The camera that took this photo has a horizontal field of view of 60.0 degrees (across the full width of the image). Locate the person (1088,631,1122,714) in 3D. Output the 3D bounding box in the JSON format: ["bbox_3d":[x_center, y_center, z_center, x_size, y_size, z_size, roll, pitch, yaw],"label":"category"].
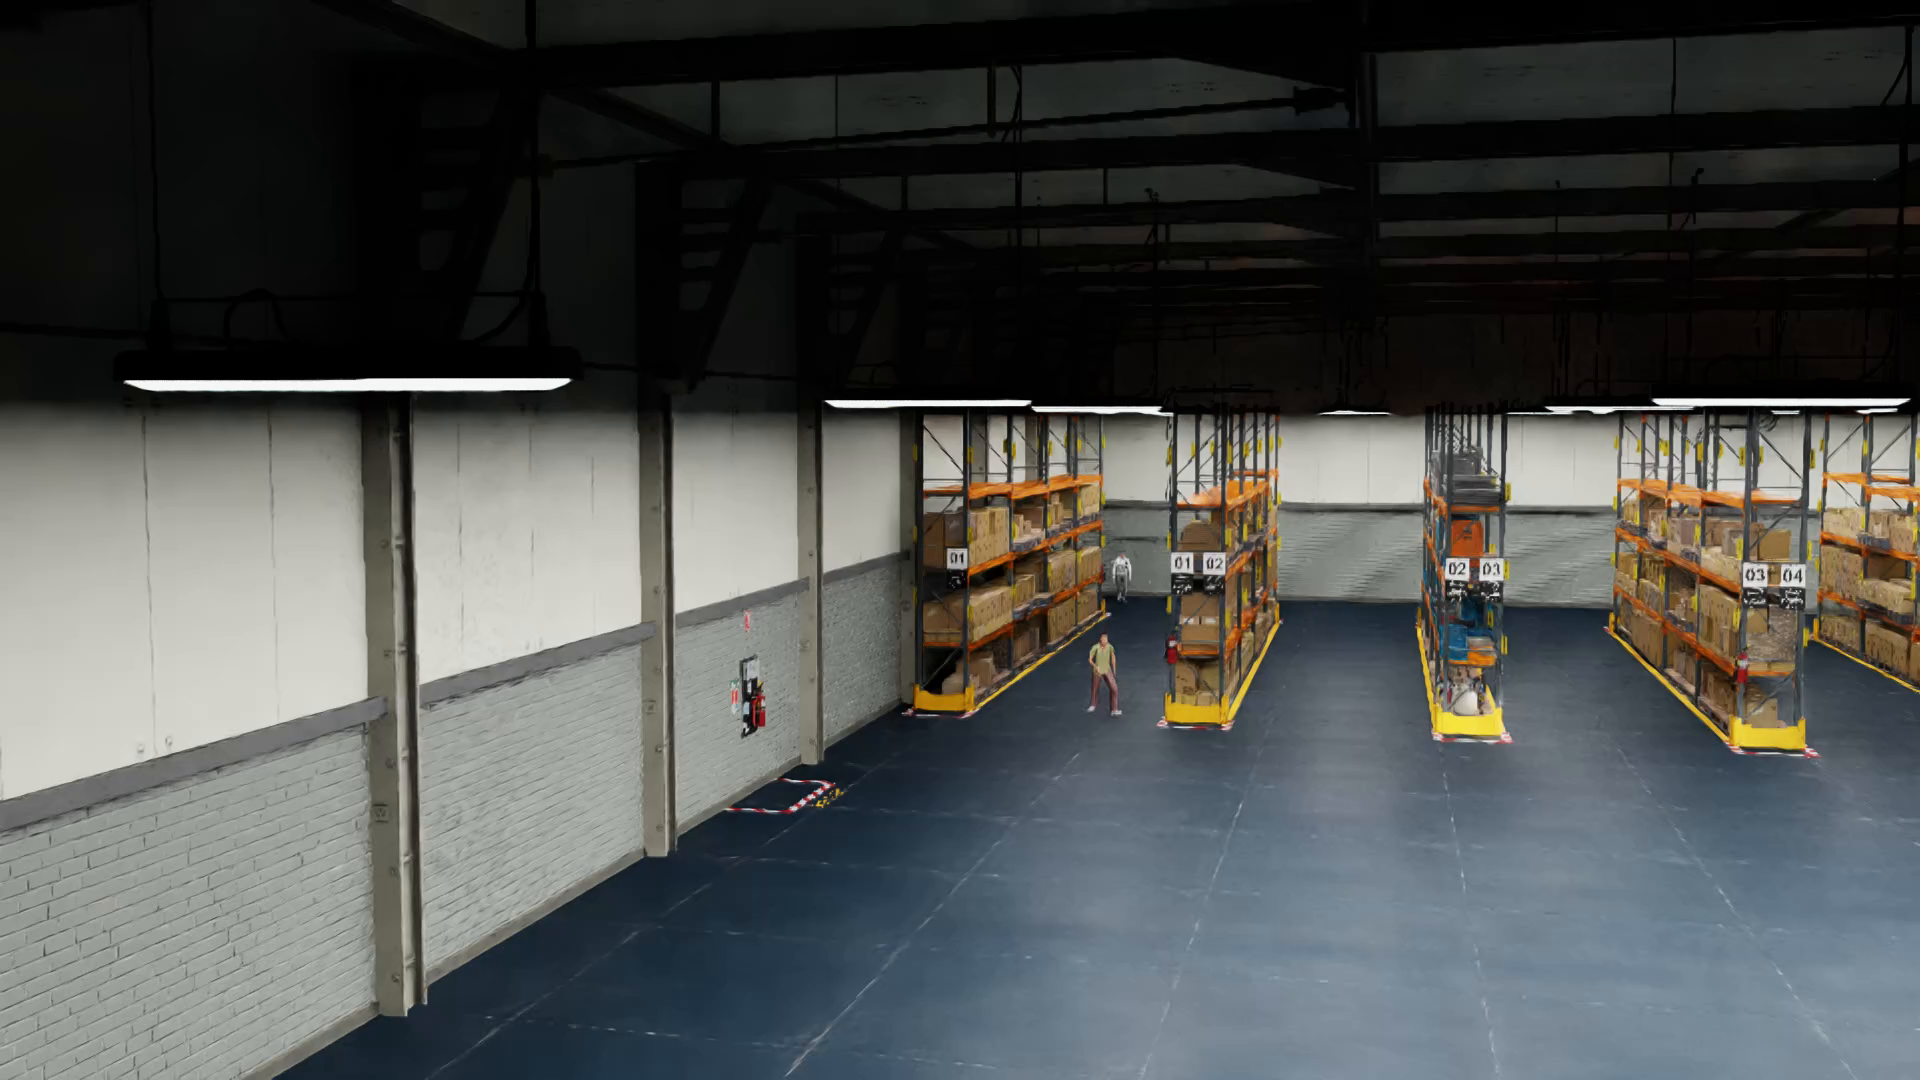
[{"bbox_3d":[2.764,2.540,32.088,0.615,1.603,0.811,0,4,-4],"label":"person"}]

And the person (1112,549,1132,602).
[{"bbox_3d":[5.035,1.087,51.708,0.618,1.645,0.659,0,4,6],"label":"person"}]
